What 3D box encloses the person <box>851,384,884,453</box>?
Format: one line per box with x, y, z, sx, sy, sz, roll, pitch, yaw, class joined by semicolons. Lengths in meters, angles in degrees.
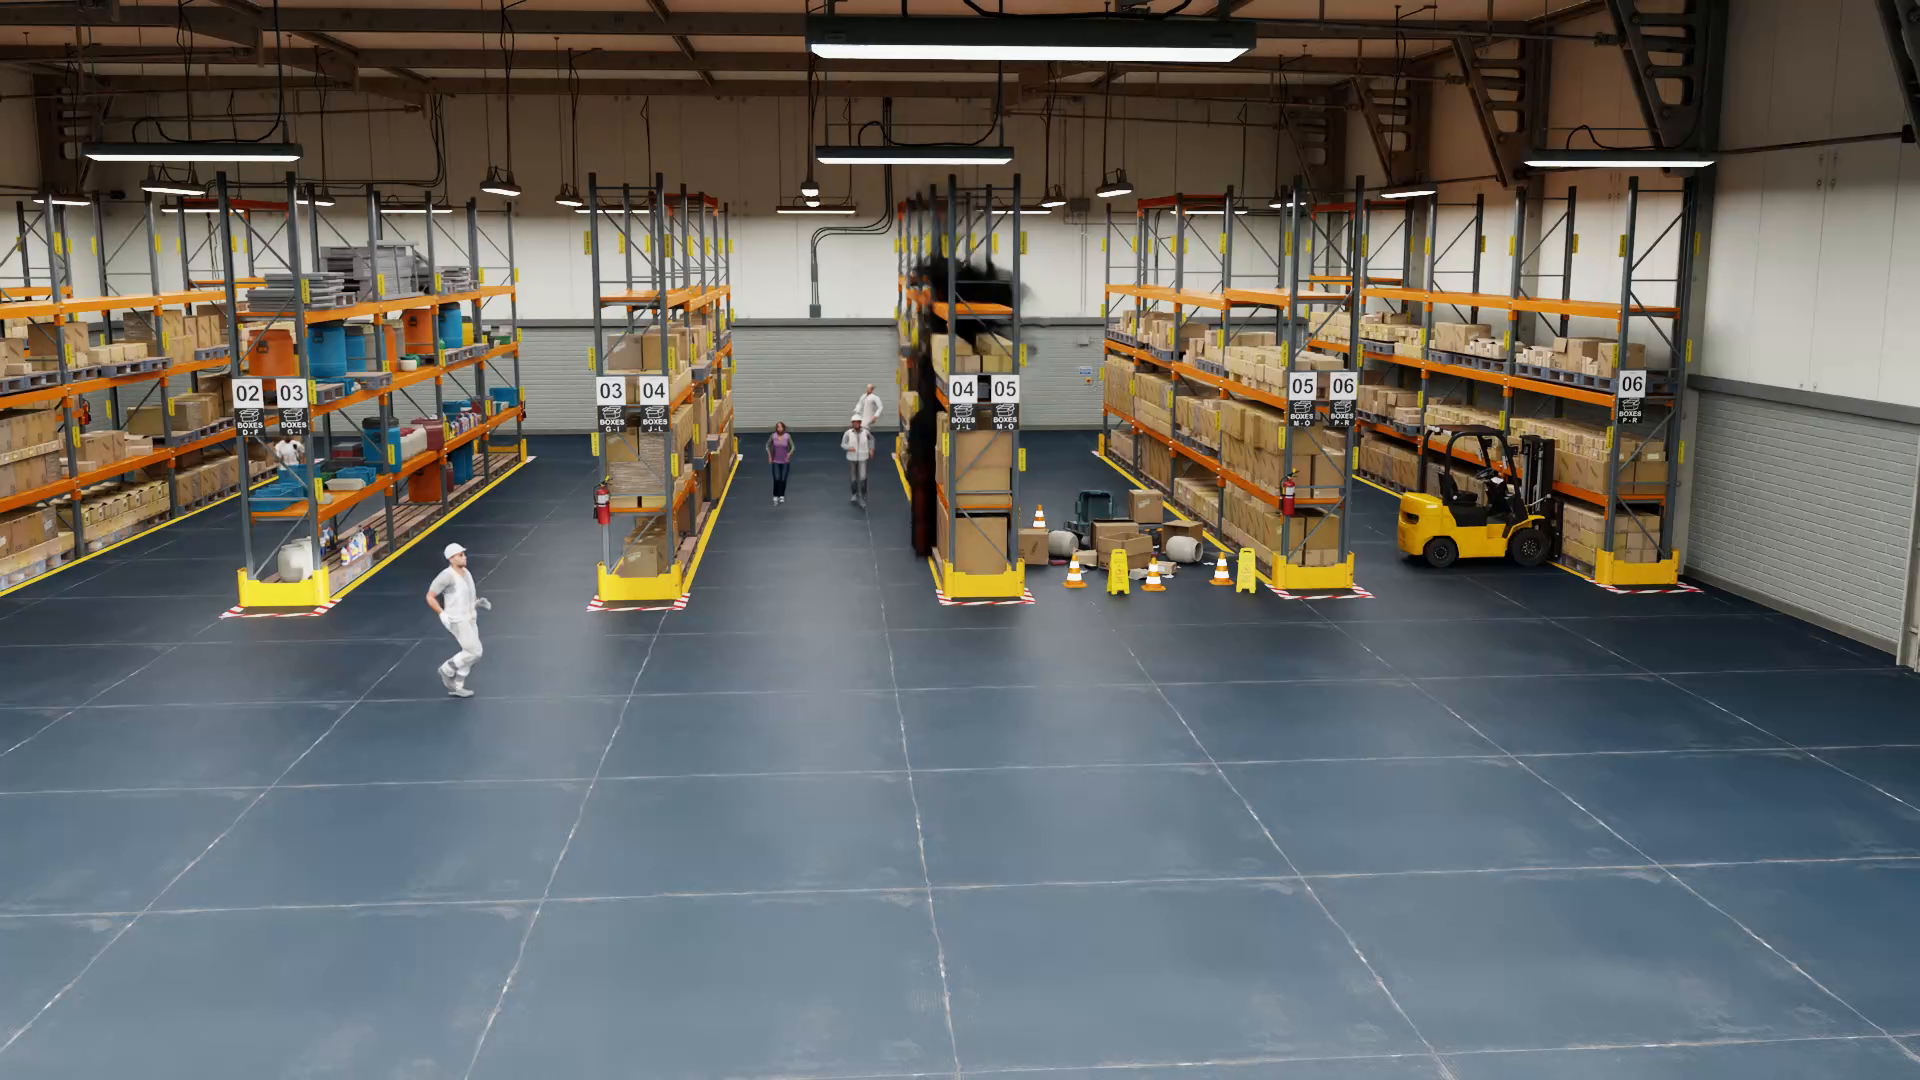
-2.291;-2.882;40.148;0.653;1.775;0.763;-7;12;-33;person

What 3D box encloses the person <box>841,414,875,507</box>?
-1.983;-1.527;32.377;0.670;1.851;0.748;-1;10;-4;person

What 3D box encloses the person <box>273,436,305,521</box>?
-12.426;-1.238;30.852;0.556;1.756;0.714;-2;10;-13;person

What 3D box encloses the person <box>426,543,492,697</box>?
-5.533;0.901;18.561;0.581;1.740;0.652;2;10;13;person

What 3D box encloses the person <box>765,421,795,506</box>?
-3.332;-1.417;30.923;0.543;1.588;0.572;-2;10;-9;person
